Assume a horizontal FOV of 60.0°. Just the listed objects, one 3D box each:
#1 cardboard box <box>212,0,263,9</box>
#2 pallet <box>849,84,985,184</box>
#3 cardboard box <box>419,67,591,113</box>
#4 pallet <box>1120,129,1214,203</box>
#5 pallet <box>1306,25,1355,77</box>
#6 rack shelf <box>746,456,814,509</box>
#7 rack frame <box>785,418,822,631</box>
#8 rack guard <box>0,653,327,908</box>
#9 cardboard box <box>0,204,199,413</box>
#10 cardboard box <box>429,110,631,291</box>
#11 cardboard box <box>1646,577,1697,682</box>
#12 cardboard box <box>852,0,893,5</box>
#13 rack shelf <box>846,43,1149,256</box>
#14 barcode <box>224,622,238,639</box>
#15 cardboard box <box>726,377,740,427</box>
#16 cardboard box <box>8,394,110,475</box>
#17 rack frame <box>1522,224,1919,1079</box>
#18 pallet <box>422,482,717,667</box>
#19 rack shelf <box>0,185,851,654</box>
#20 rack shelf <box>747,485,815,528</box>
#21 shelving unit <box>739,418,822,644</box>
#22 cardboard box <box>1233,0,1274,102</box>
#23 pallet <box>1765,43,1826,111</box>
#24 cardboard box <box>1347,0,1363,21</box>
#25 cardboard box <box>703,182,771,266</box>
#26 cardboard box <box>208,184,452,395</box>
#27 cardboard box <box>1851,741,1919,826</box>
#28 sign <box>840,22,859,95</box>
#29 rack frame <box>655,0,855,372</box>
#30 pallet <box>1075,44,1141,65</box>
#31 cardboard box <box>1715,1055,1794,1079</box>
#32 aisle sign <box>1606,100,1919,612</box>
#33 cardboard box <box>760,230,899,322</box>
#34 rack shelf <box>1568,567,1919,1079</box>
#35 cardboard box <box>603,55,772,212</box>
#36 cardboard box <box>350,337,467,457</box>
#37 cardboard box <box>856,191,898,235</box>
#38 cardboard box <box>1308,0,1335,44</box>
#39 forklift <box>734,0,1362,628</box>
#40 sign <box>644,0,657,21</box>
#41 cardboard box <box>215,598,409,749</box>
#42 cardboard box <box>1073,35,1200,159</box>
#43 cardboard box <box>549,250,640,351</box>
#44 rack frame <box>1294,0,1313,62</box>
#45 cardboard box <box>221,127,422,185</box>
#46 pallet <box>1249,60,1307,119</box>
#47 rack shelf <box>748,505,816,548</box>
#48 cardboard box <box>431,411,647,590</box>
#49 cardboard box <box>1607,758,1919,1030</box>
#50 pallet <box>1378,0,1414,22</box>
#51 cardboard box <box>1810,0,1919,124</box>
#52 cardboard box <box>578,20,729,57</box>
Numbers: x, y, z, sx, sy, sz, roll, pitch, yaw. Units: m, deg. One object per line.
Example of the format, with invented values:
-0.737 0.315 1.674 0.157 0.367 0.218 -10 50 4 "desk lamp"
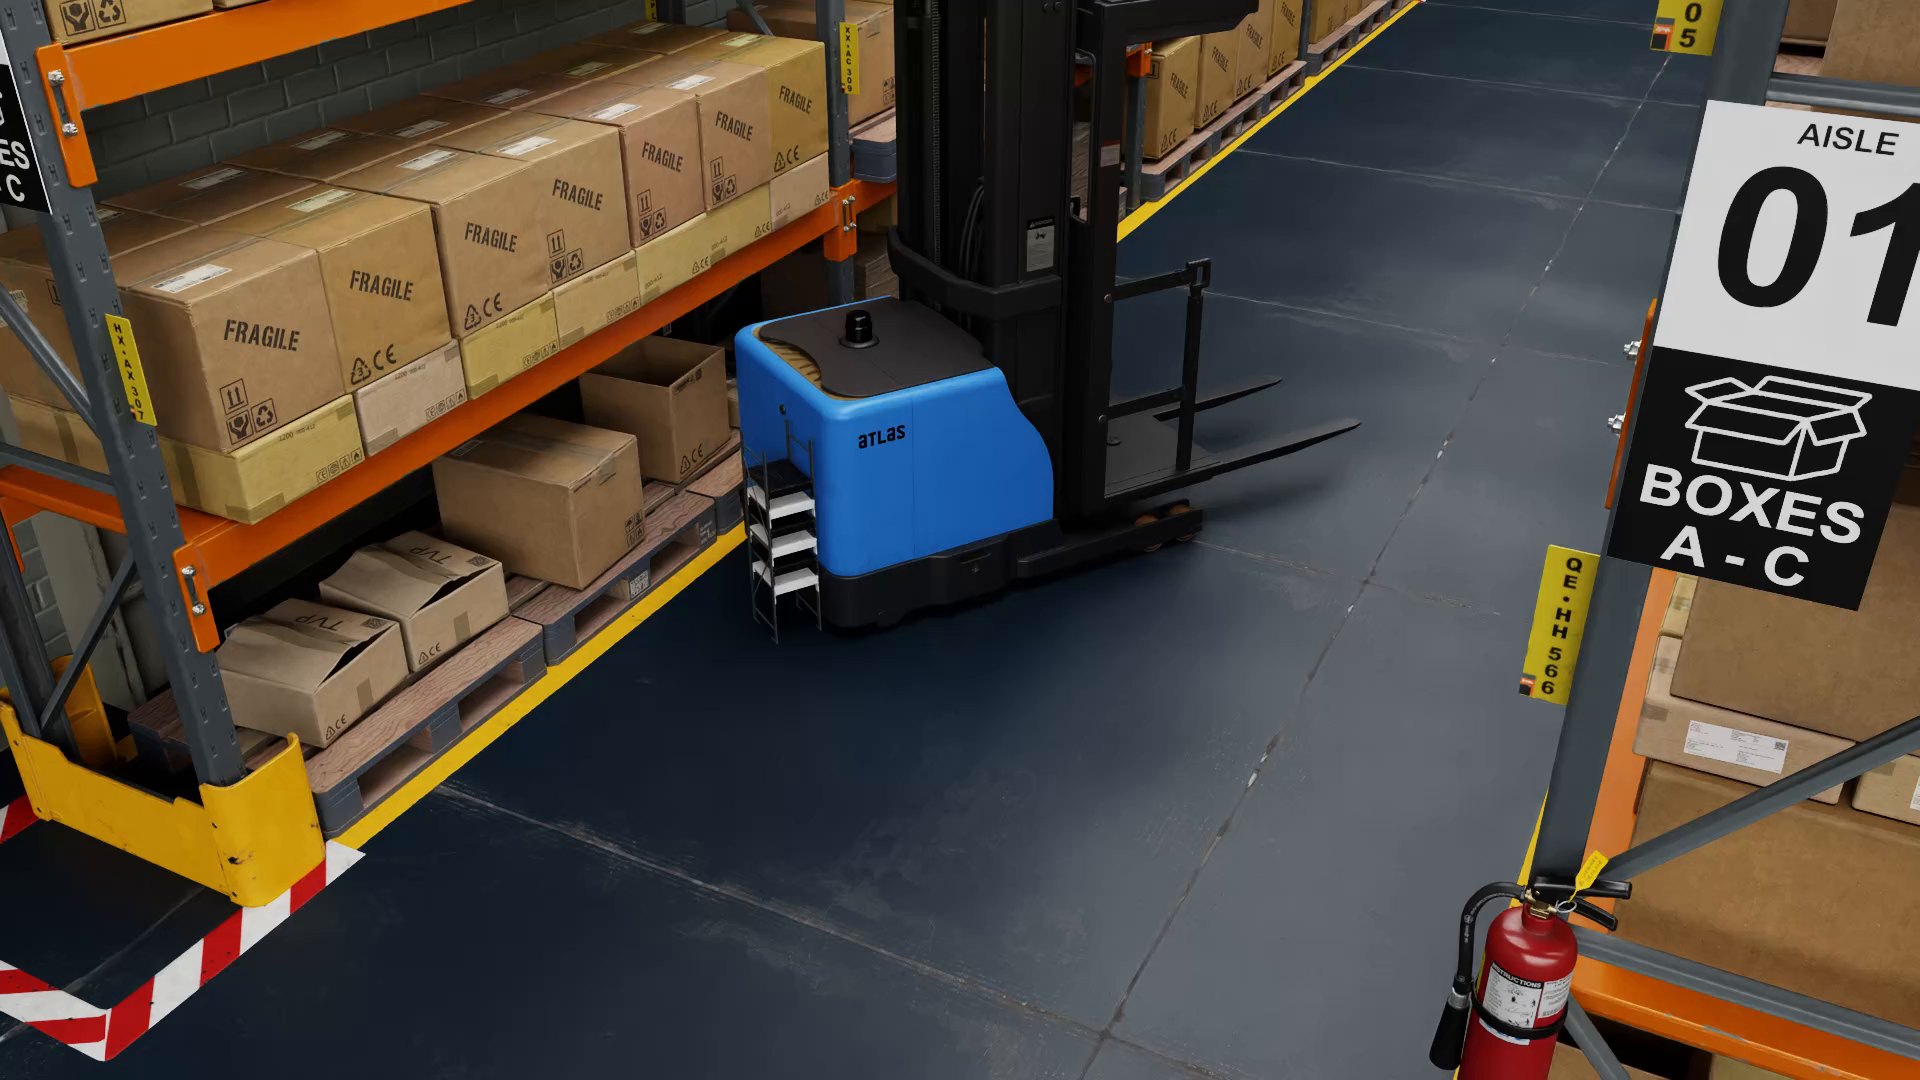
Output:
-2.178 -1.901 4.916 0.500 0.500 0.500 17 34 26 "cardboard box"
-0.530 -2.223 8.801 1.003 0.211 1.213 14 33 23 "pallet"
-1.878 -1.660 7.006 0.500 0.500 0.500 15 33 25 "cardboard box"
1.241 -2.897 12.582 1.003 0.211 1.213 14 33 23 "pallet"
3.053 -4.657 15.647 1.003 0.211 1.213 14 33 23 "pallet"
-0.741 -0.236 6.782 0.200 0.077 0.258 -16 34 -26 "rack shelf"
-0.653 -0.056 6.944 0.006 0.900 0.240 -16 34 -26 "rack frame"
-2.795 0.823 5.814 1.175 0.500 0.348 14 33 23 "rack guard"
-2.804 -0.753 5.427 0.500 0.500 0.500 14 33 23 "cardboard box"
-1.645 -1.315 6.406 0.500 0.500 0.500 15 33 25 "cardboard box"
1.704 0.241 3.566 0.380 0.149 0.250 15 33 25 "cardboard box"
-0.484 -2.698 8.895 0.700 0.500 0.500 18 34 28 "cardboard box"
-0.096 -2.575 9.944 1.077 0.370 4.000 14 33 23 "rack shelf"
-2.782 0.359 6.362 0.001 0.075 0.075 14 33 23 "barcode"
-1.225 -0.718 8.392 0.380 0.166 0.250 10 31 17 "cardboard box"
-2.789 -0.422 5.603 0.500 0.250 0.500 15 33 24 "cardboard box"
1.582 0.895 3.179 1.000 3.000 0.127 14 33 23 "rack frame"
-1.837 0.058 7.438 1.003 0.211 1.213 14 33 23 "pallet"
-1.919 -0.802 6.856 1.077 0.370 4.000 14 33 23 "rack shelf"
-0.741 -0.158 6.827 0.200 0.077 0.258 -16 34 -26 "rack shelf"
-0.741 -0.031 6.900 0.210 0.900 0.258 -16 34 -26 "shelving unit"
2.054 -4.084 13.587 0.750 0.750 0.750 15 33 25 "cardboard box"
1.927 -0.675 2.990 1.003 0.211 1.213 14 33 23 "pallet"
3.536 -5.402 16.234 0.700 0.500 0.500 15 33 24 "cardboard box"
-1.188 -1.446 7.387 0.500 0.250 0.500 14 33 23 "cardboard box"
-2.111 -0.856 5.606 0.500 0.500 0.500 14 33 23 "cardboard box"
1.952 0.445 3.211 0.380 0.149 0.250 14 33 23 "cardboard box"
-0.521 -2.256 7.797 0.100 0.325 0.005 14 33 23 "sign"
-1.008 -2.000 8.221 1.000 3.000 0.127 14 33 23 "rack frame"
0.585 -3.350 10.765 1.213 0.211 1.003 14 33 23 "pallet"
2.250 1.171 4.285 0.500 0.500 0.500 14 33 23 "cardboard box"
1.290 -0.270 2.597 0.394 0.787 0.004 14 33 23 "aisle sign"
-0.687 -1.437 9.309 0.700 0.500 0.500 15 33 25 "cardboard box"
2.493 0.320 4.902 1.077 0.370 4.000 14 33 23 "rack shelf"
-1.170 -1.767 7.192 0.500 0.500 0.500 14 33 23 "cardboard box"
-2.101 -0.548 5.823 0.500 0.250 0.500 13 32 22 "cardboard box"
-0.489 -1.958 9.463 0.500 0.250 0.500 14 33 22 "cardboard box"
3.069 -4.953 15.452 0.700 0.500 0.500 15 33 24 "cardboard box"
0.539 -1.428 7.294 3.031 2.935 1.130 -16 34 -26 "forklift"
-1.503 -2.627 8.149 0.100 0.325 0.005 14 33 23 "sign"
-2.434 0.462 6.192 0.500 0.311 0.500 11 32 18 "cardboard box"
1.266 -3.320 12.256 0.750 0.750 0.750 14 33 23 "cardboard box"
-1.631 -0.996 6.604 0.500 0.250 0.500 15 33 24 "cardboard box"
2.637 -5.547 14.397 1.000 3.000 0.127 14 33 23 "rack frame"
-2.334 -1.204 6.212 0.500 0.500 0.500 13 32 22 "cardboard box"
2.352 -3.978 14.466 1.003 0.211 1.213 14 33 23 "pallet"
-0.741 -0.080 6.871 0.200 0.077 0.258 -16 34 -26 "rack shelf"
-1.796 -0.187 7.131 0.700 0.500 0.500 12 32 20 "cardboard box"
1.806 0.648 3.510 0.700 0.500 0.500 14 33 23 "cardboard box"
4.164 -5.739 17.531 1.003 0.211 1.213 14 33 23 "pallet"
1.847 -0.947 2.709 0.797 0.503 0.637 17 34 27 "cardboard box"
-1.408 -2.108 7.786 0.500 0.500 0.500 14 33 22 "cardboard box"
